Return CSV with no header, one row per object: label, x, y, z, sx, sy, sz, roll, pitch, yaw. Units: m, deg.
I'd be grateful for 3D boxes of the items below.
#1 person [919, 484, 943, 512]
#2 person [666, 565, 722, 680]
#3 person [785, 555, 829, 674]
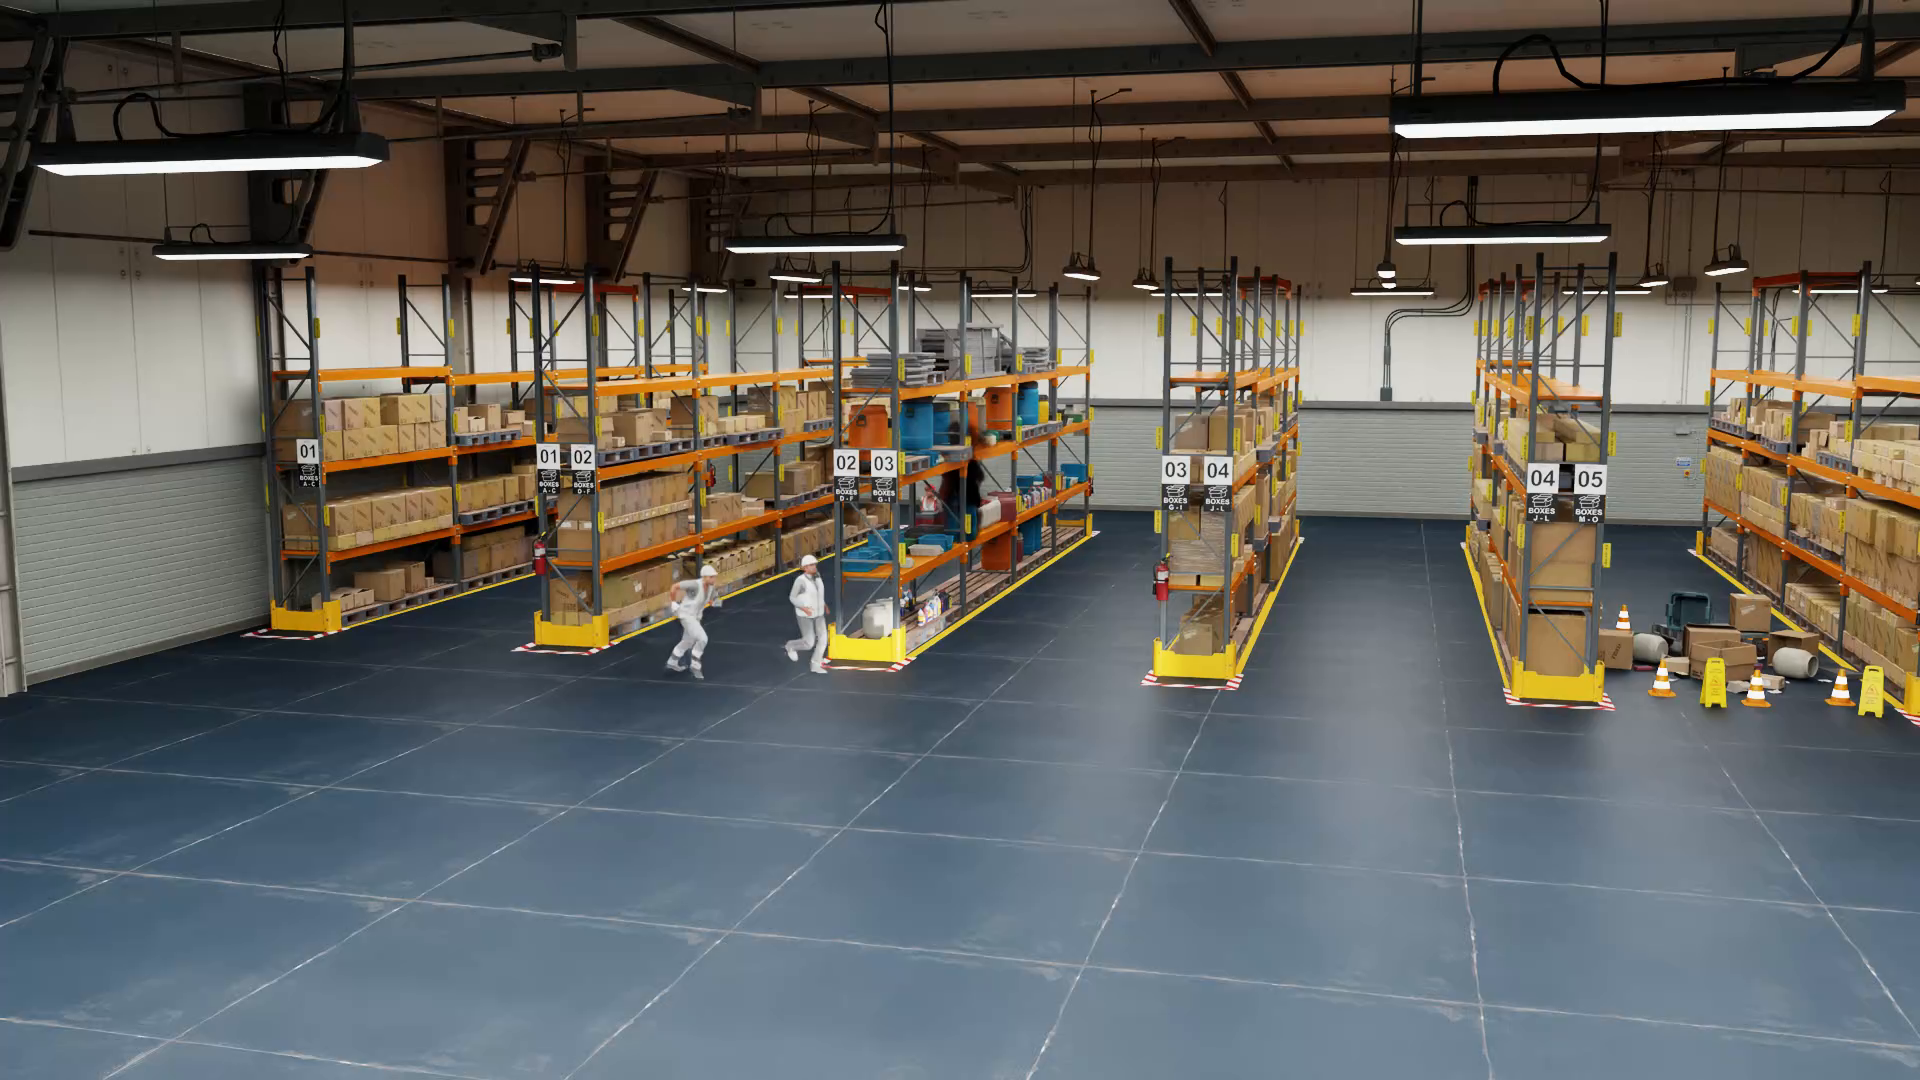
person,-0.622,-0.289,34.919,0.584,1.783,0.829,2,7,13
person,-3.875,1.182,23.856,0.994,1.695,0.716,5,9,33
person,-2.228,1.074,24.329,0.765,1.735,0.675,7,10,42
